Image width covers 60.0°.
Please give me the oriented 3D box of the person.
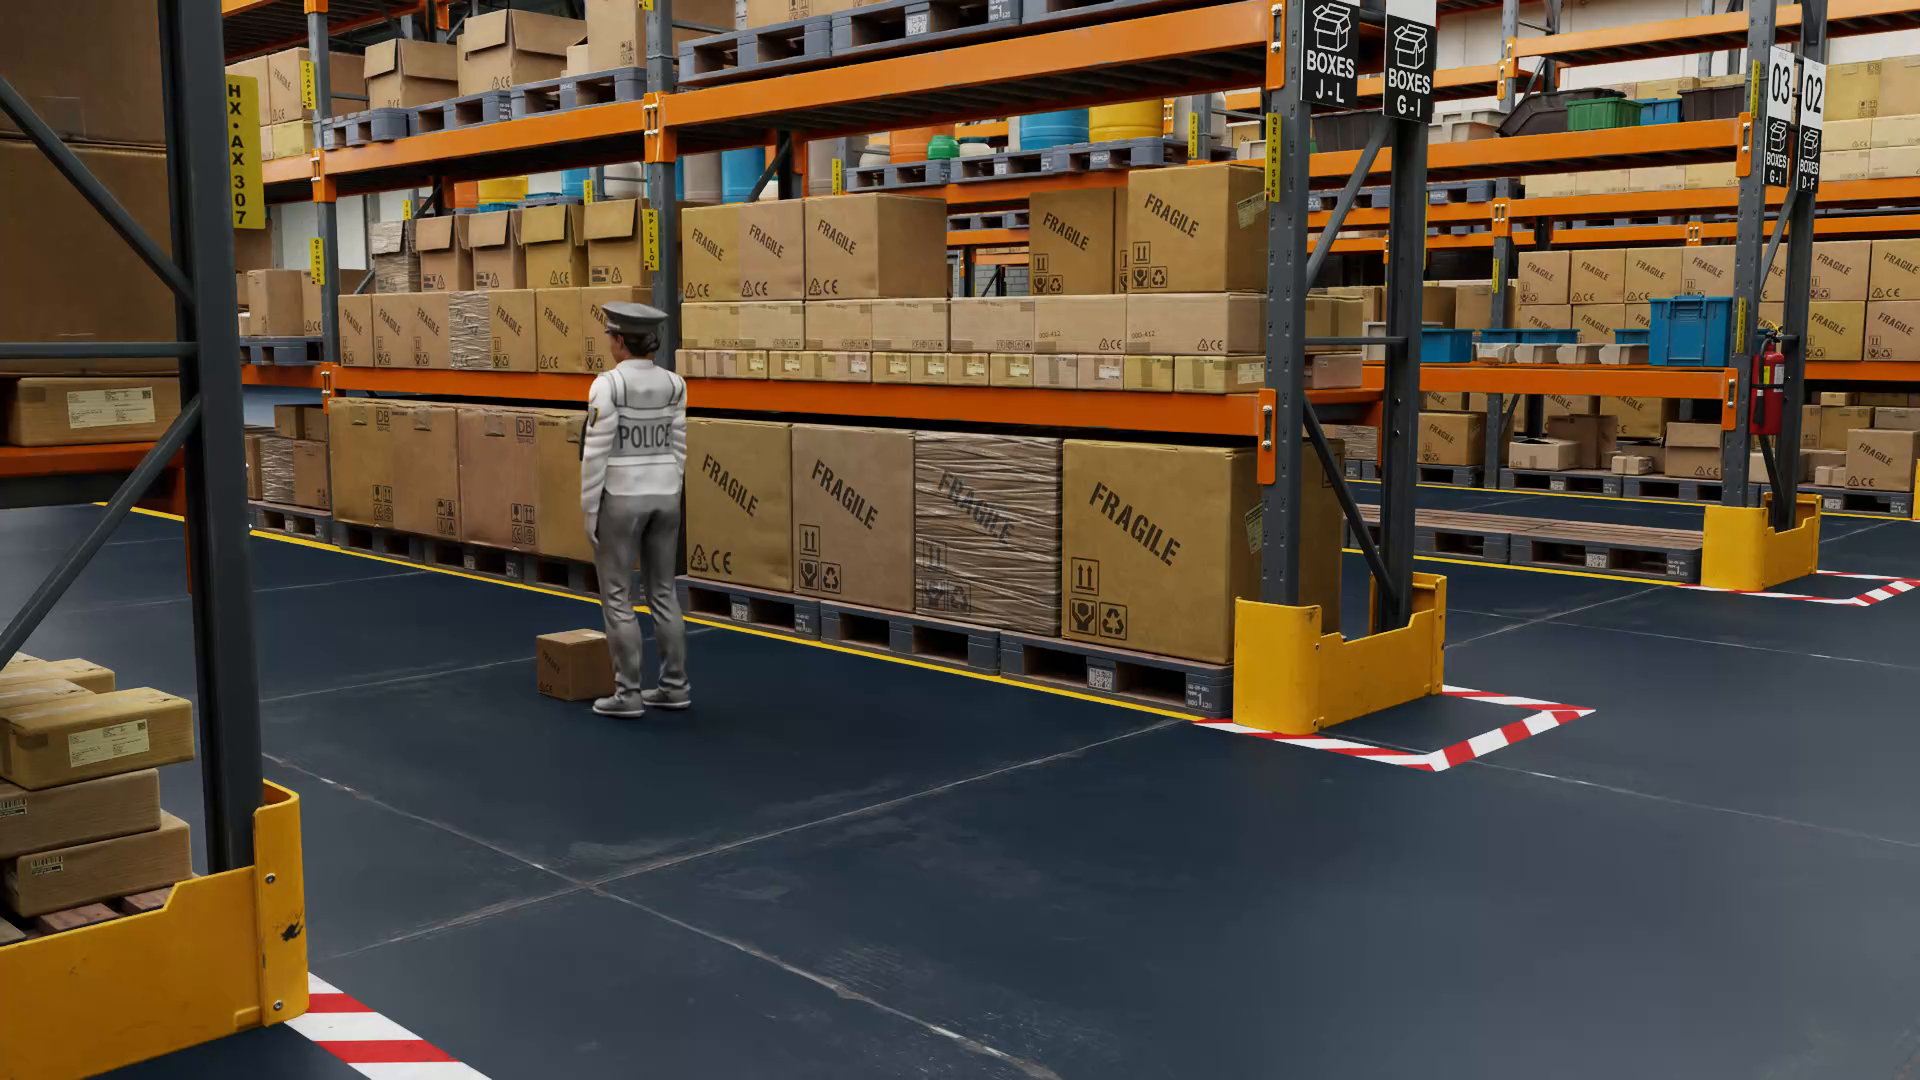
[{"bbox_3d":[-1.325,-0.125,6.730,0.466,1.675,0.334,-7,10,-44],"label":"person"}]
